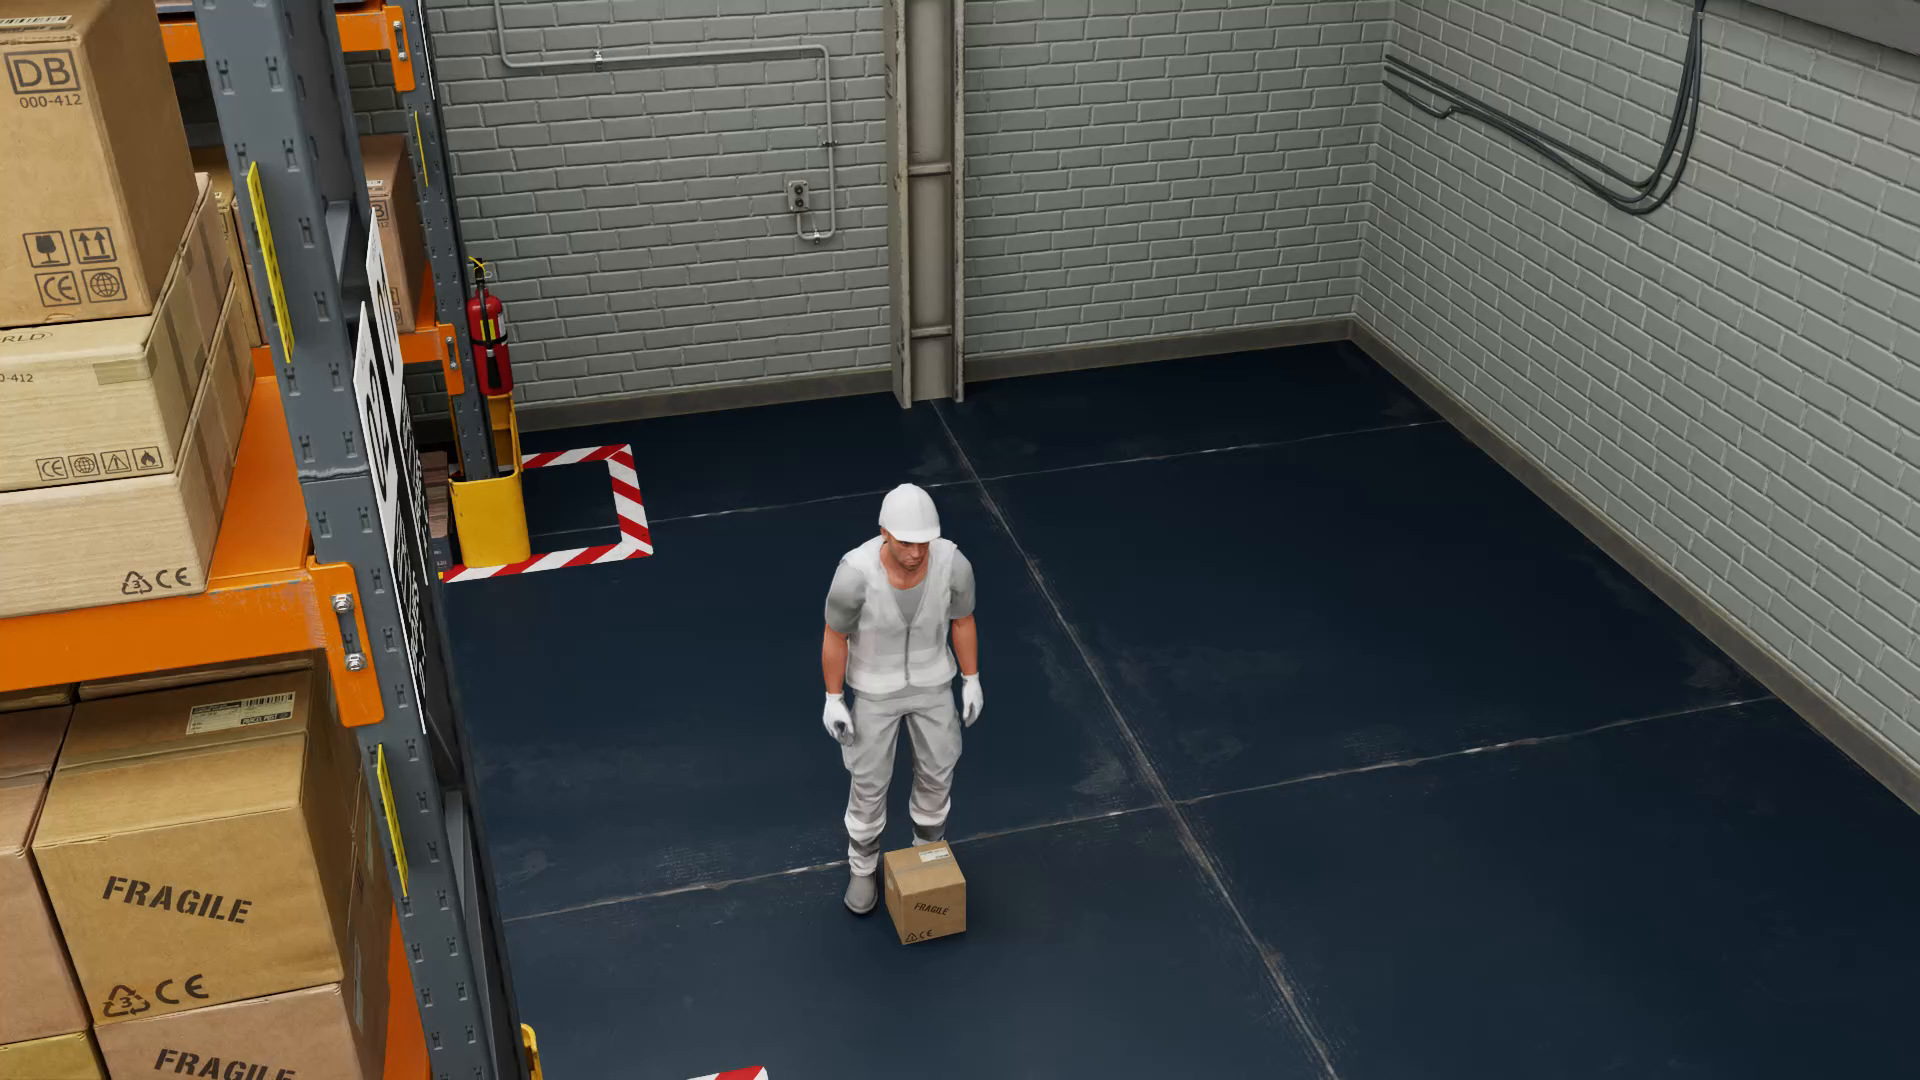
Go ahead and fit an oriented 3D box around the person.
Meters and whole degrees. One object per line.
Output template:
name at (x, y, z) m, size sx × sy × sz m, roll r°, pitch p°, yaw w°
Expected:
person at (-0.210, 0.569, 6.128) m, size 0.609 × 1.779 × 0.449 m, roll -8°, pitch 31°, yaw -13°
